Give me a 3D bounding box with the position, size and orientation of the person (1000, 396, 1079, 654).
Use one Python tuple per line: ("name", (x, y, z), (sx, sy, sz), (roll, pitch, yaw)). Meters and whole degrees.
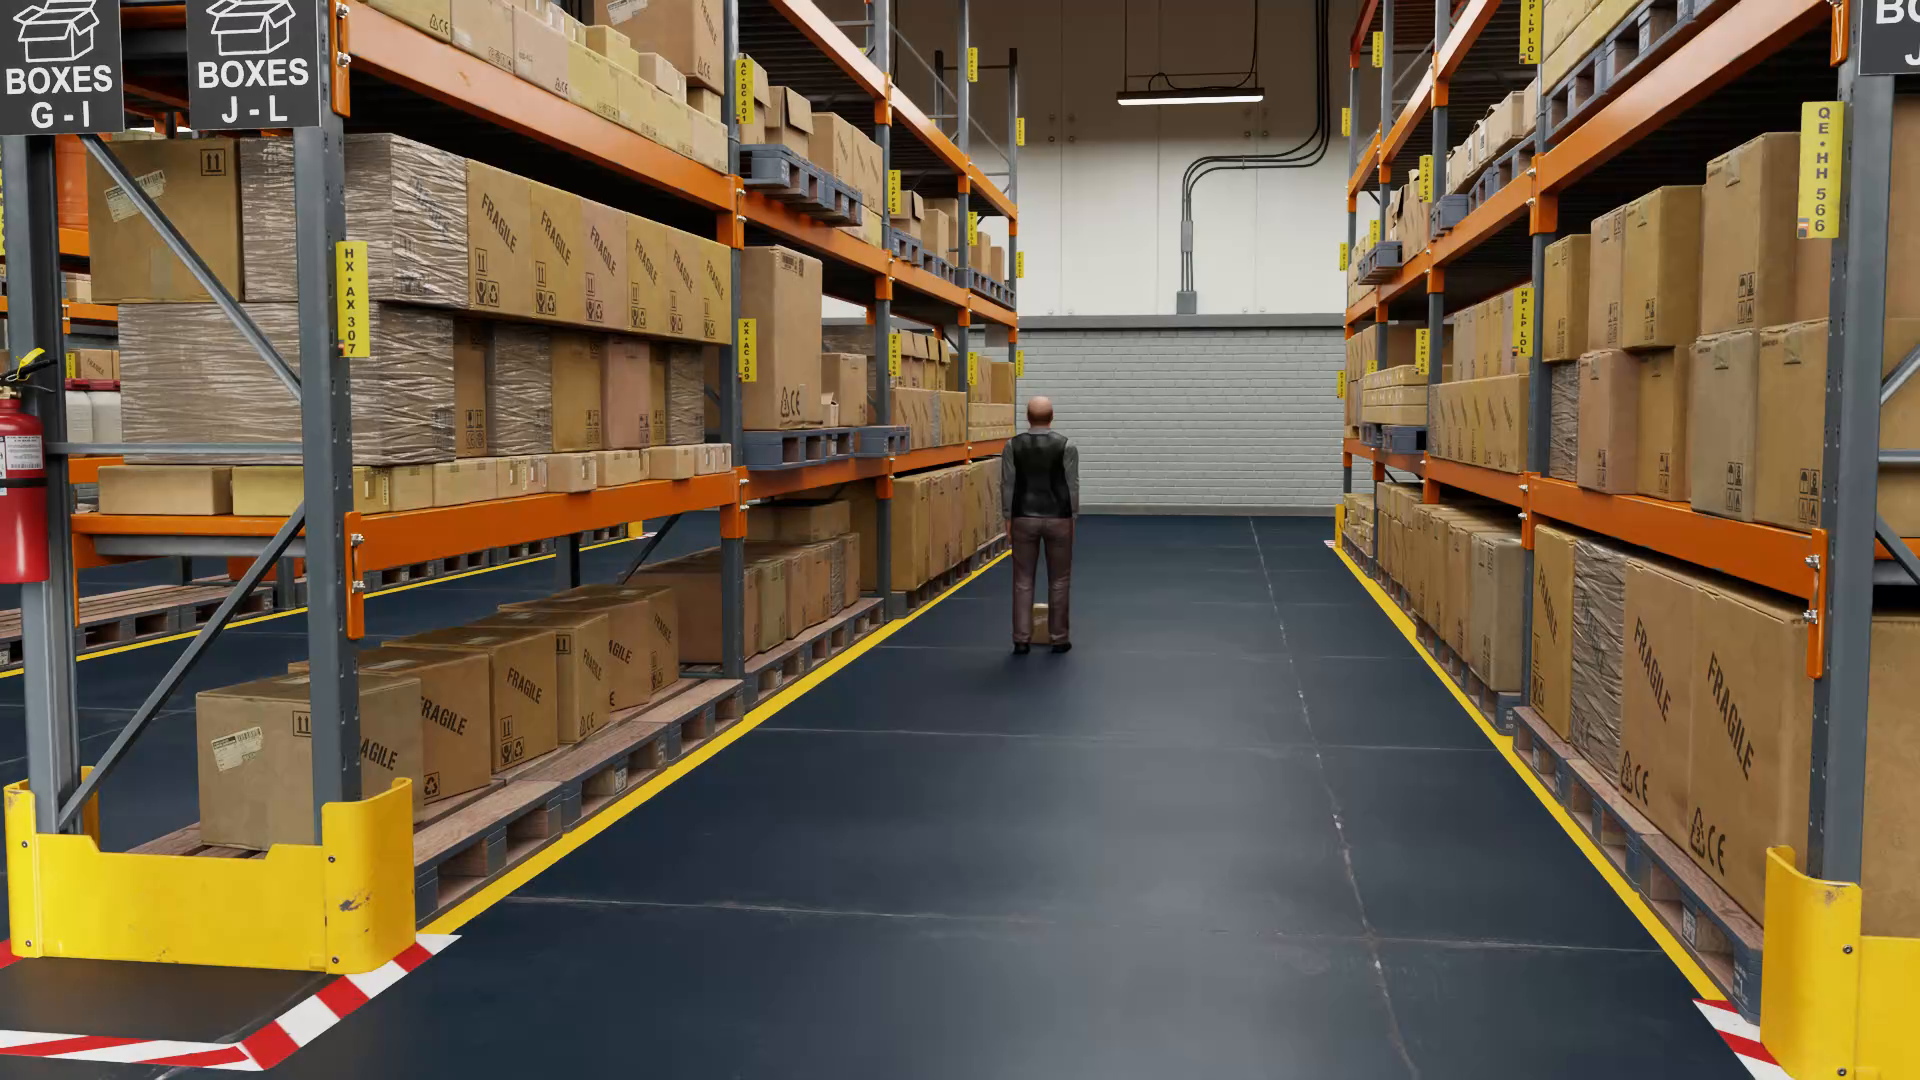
("person", (0.538, -0.087, 11.188), (0.532, 1.754, 0.364), (1, 4, 10))
